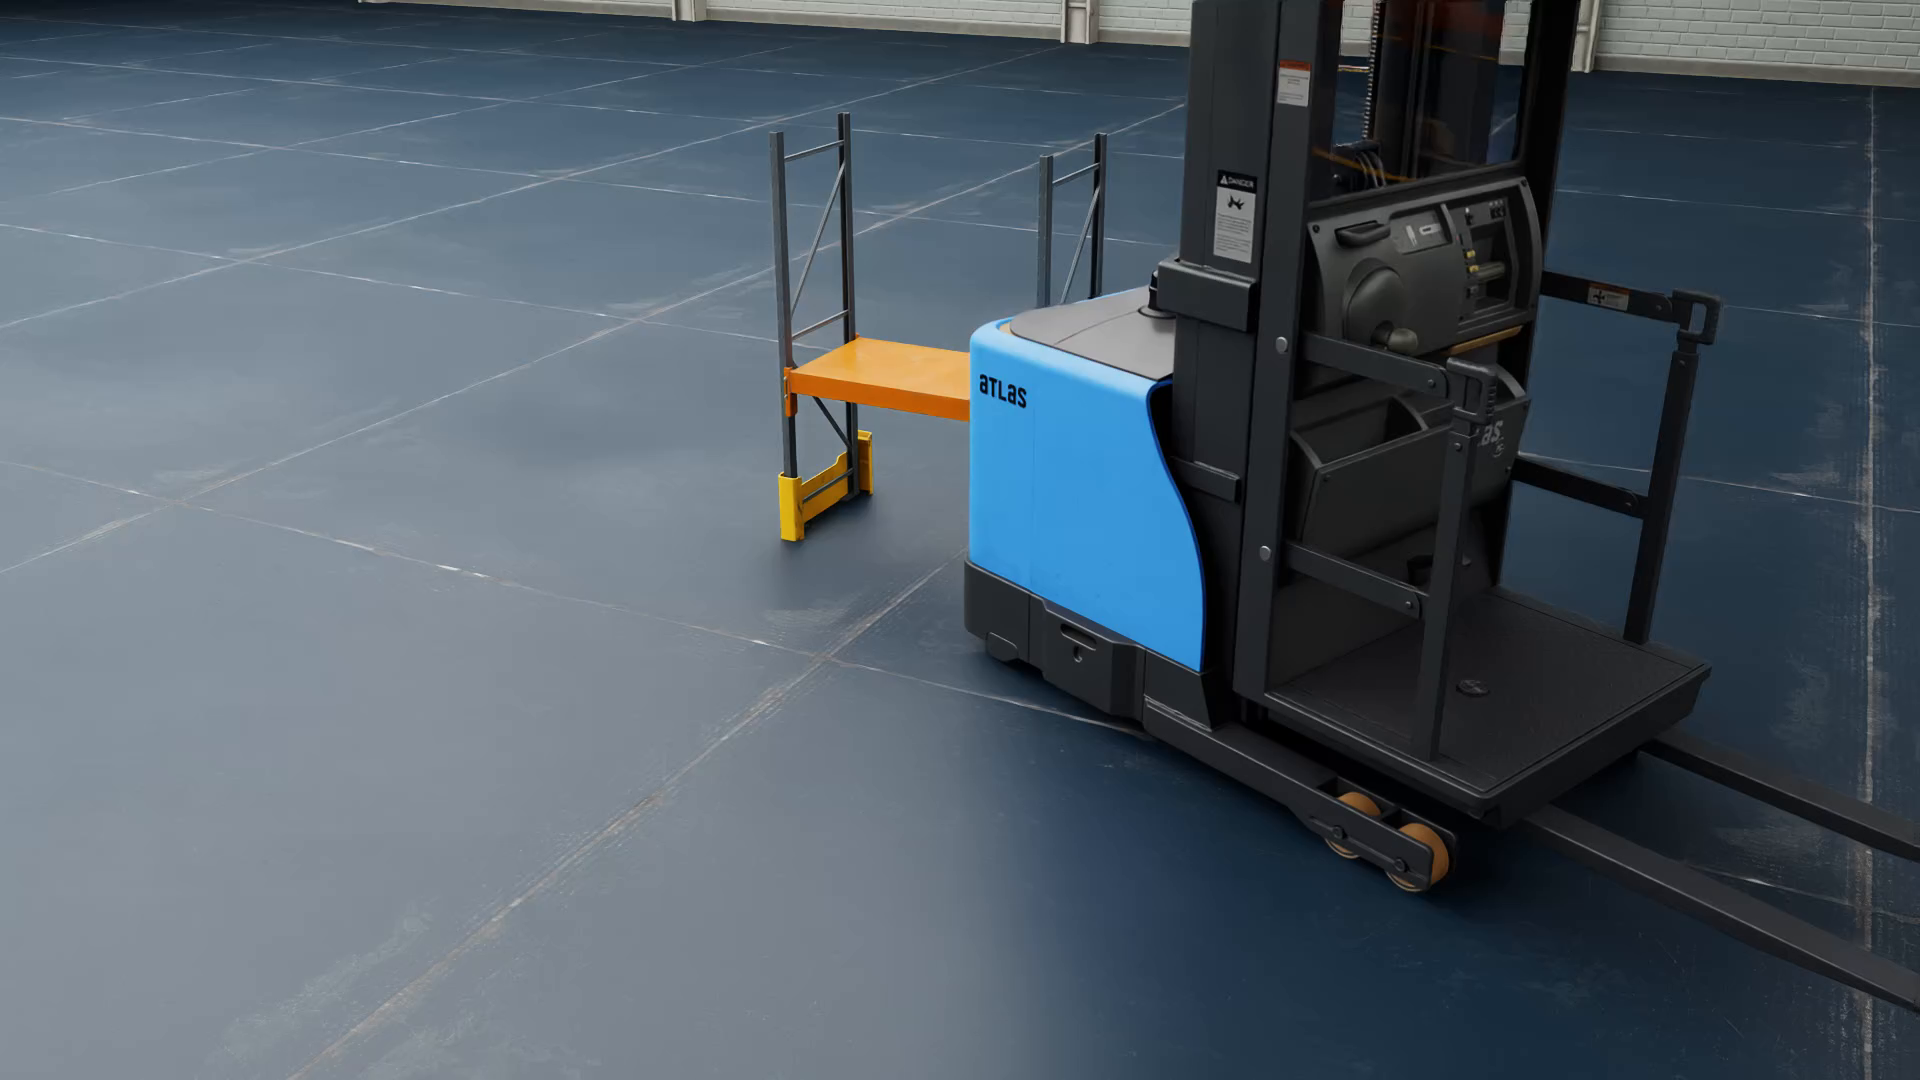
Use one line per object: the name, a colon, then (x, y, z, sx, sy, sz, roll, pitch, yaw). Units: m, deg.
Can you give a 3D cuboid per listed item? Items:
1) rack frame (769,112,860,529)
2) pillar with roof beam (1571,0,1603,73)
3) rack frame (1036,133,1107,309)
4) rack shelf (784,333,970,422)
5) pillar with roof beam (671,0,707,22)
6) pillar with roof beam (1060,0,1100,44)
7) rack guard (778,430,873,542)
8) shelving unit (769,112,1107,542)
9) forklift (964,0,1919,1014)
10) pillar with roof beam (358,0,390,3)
rack frame: (-0.530, -0.795, 6.203, 0.032, 1.500, 0.500, 11, 25, 25)
pillar with roof beam: (4.930, -7.910, 13.351, 0.400, 9.000, 9.100, 11, 25, 25)
rack frame: (0.378, -0.615, 5.781, 0.032, 1.500, 0.500, 11, 25, 25)
rack shelf: (-0.076, -0.540, 6.062, 1.000, 0.185, 0.538, 11, 25, 25)
pillar with roof beam: (-5.779, -10.029, 18.333, 0.400, 9.000, 9.100, 11, 25, 25)
pillar with roof beam: (-0.425, -8.969, 15.842, 0.400, 9.000, 9.100, 11, 25, 25)
rack guard: (-0.512, -0.216, 6.440, 0.087, 0.250, 0.587, 11, 25, 25)
shelving unit: (-0.068, -0.704, 5.988, 1.083, 1.500, 0.587, 11, 25, 25)
forklift: (1.345, -0.689, 4.126, 1.130, 2.935, 3.031, -18, 29, -36)
pillar with roof beam: (-11.134, -11.088, 20.824, 0.400, 9.000, 9.100, 11, 25, 25)
